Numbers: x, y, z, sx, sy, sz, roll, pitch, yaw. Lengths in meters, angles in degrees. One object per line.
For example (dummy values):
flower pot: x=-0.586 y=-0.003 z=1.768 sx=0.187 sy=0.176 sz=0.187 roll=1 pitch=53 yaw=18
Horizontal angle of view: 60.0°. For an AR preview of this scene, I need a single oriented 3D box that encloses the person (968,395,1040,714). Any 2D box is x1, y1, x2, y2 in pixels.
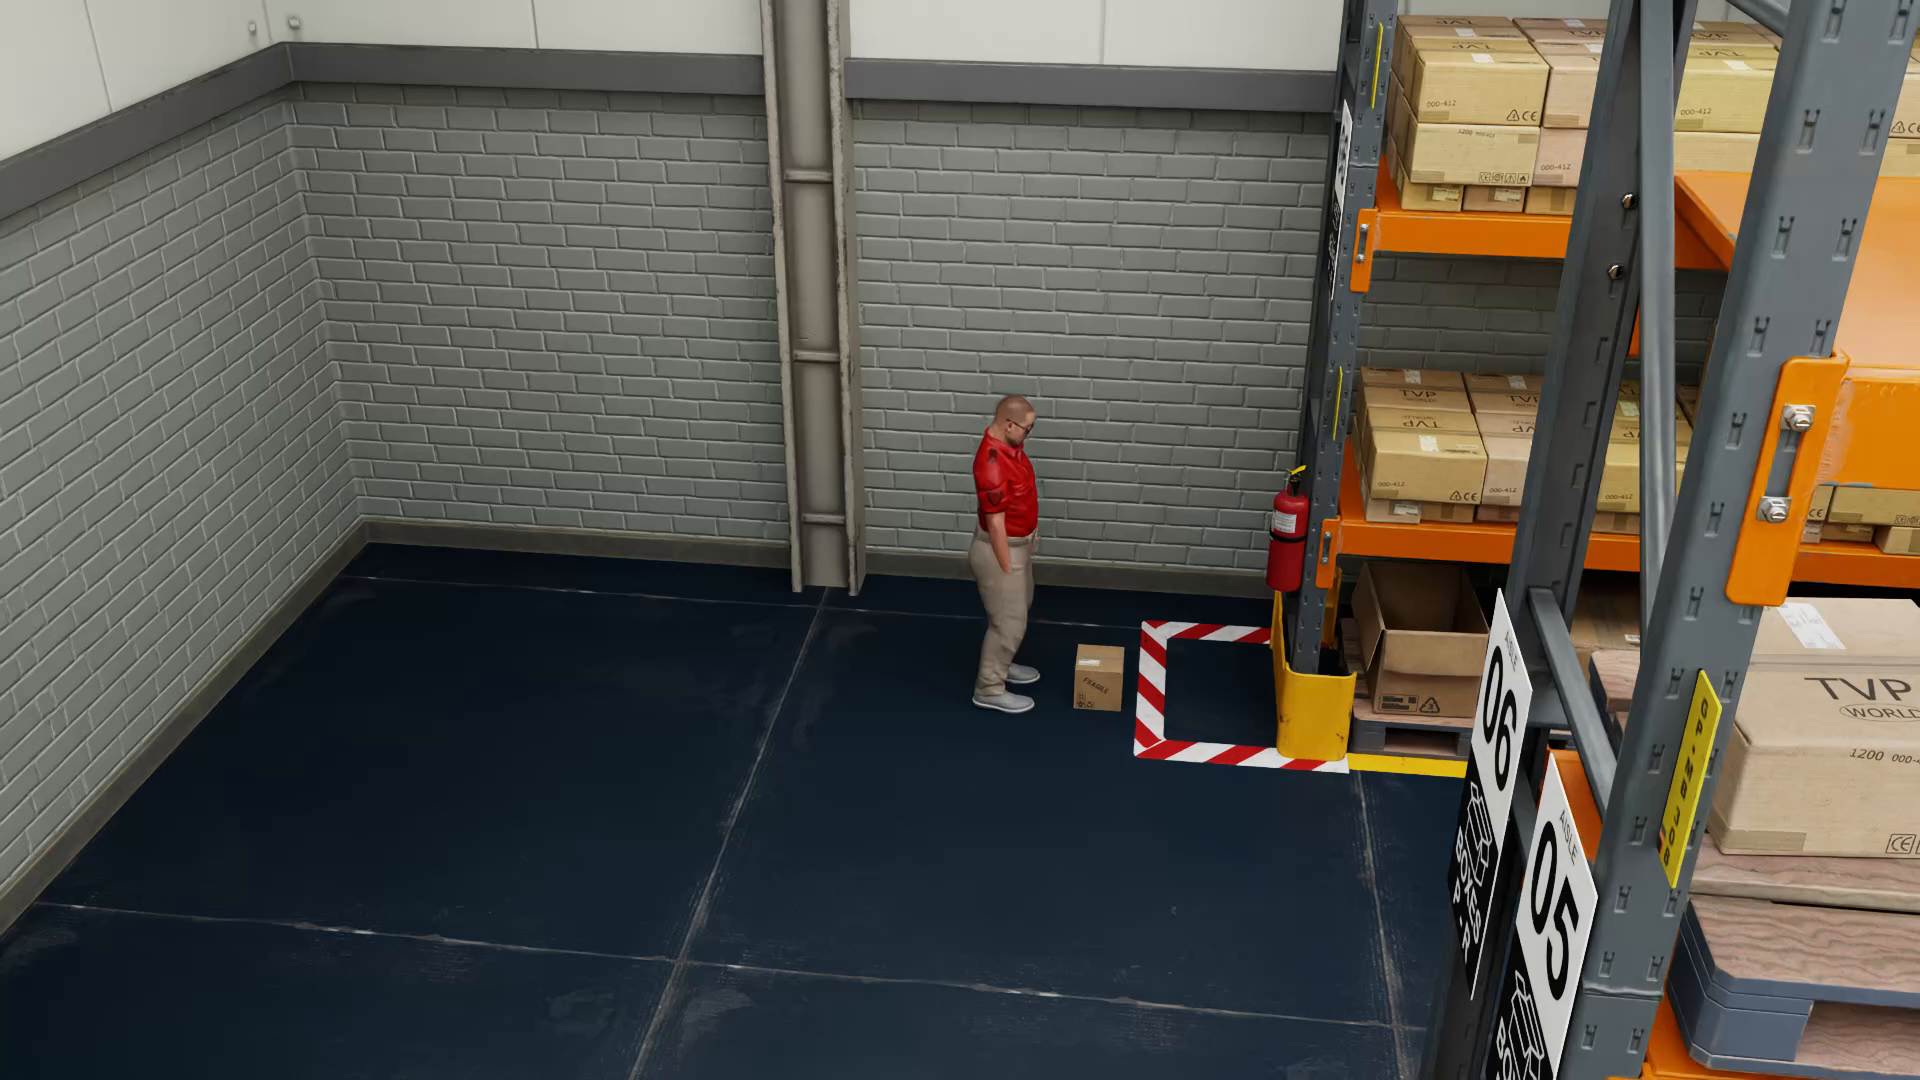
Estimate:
person: x=0.239 y=0.050 z=8.571 sx=0.363 sy=1.715 sz=0.536 roll=4 pitch=28 yaw=7
